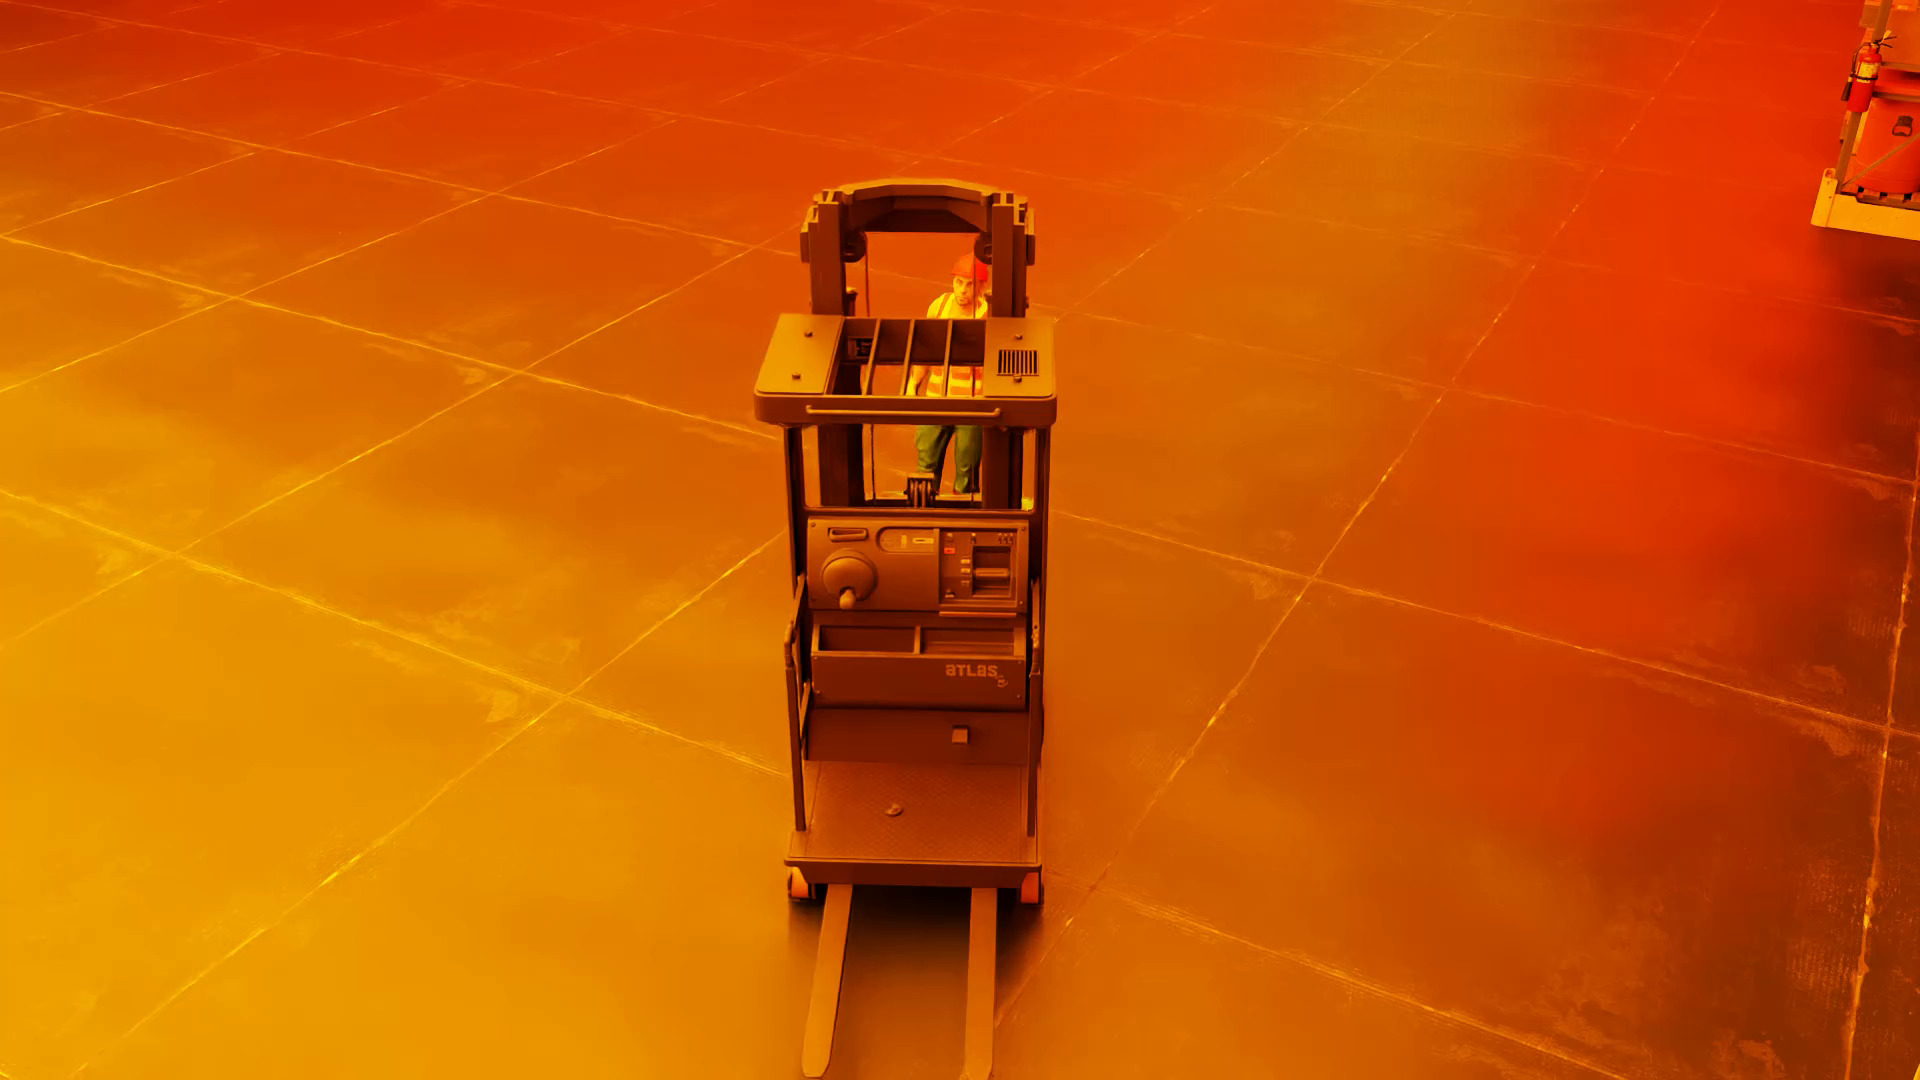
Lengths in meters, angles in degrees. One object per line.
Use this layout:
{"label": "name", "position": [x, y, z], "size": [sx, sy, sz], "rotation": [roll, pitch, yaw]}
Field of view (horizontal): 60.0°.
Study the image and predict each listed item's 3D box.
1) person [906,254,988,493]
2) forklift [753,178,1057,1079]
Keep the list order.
{"label": "person", "position": [-0.050, -0.749, 9.496], "size": [0.638, 1.788, 0.563], "rotation": [15, 33, 25]}
{"label": "forklift", "position": [-0.182, 0.153, 6.805], "size": [1.130, 2.935, 3.031], "rotation": [1, 30, 2]}
